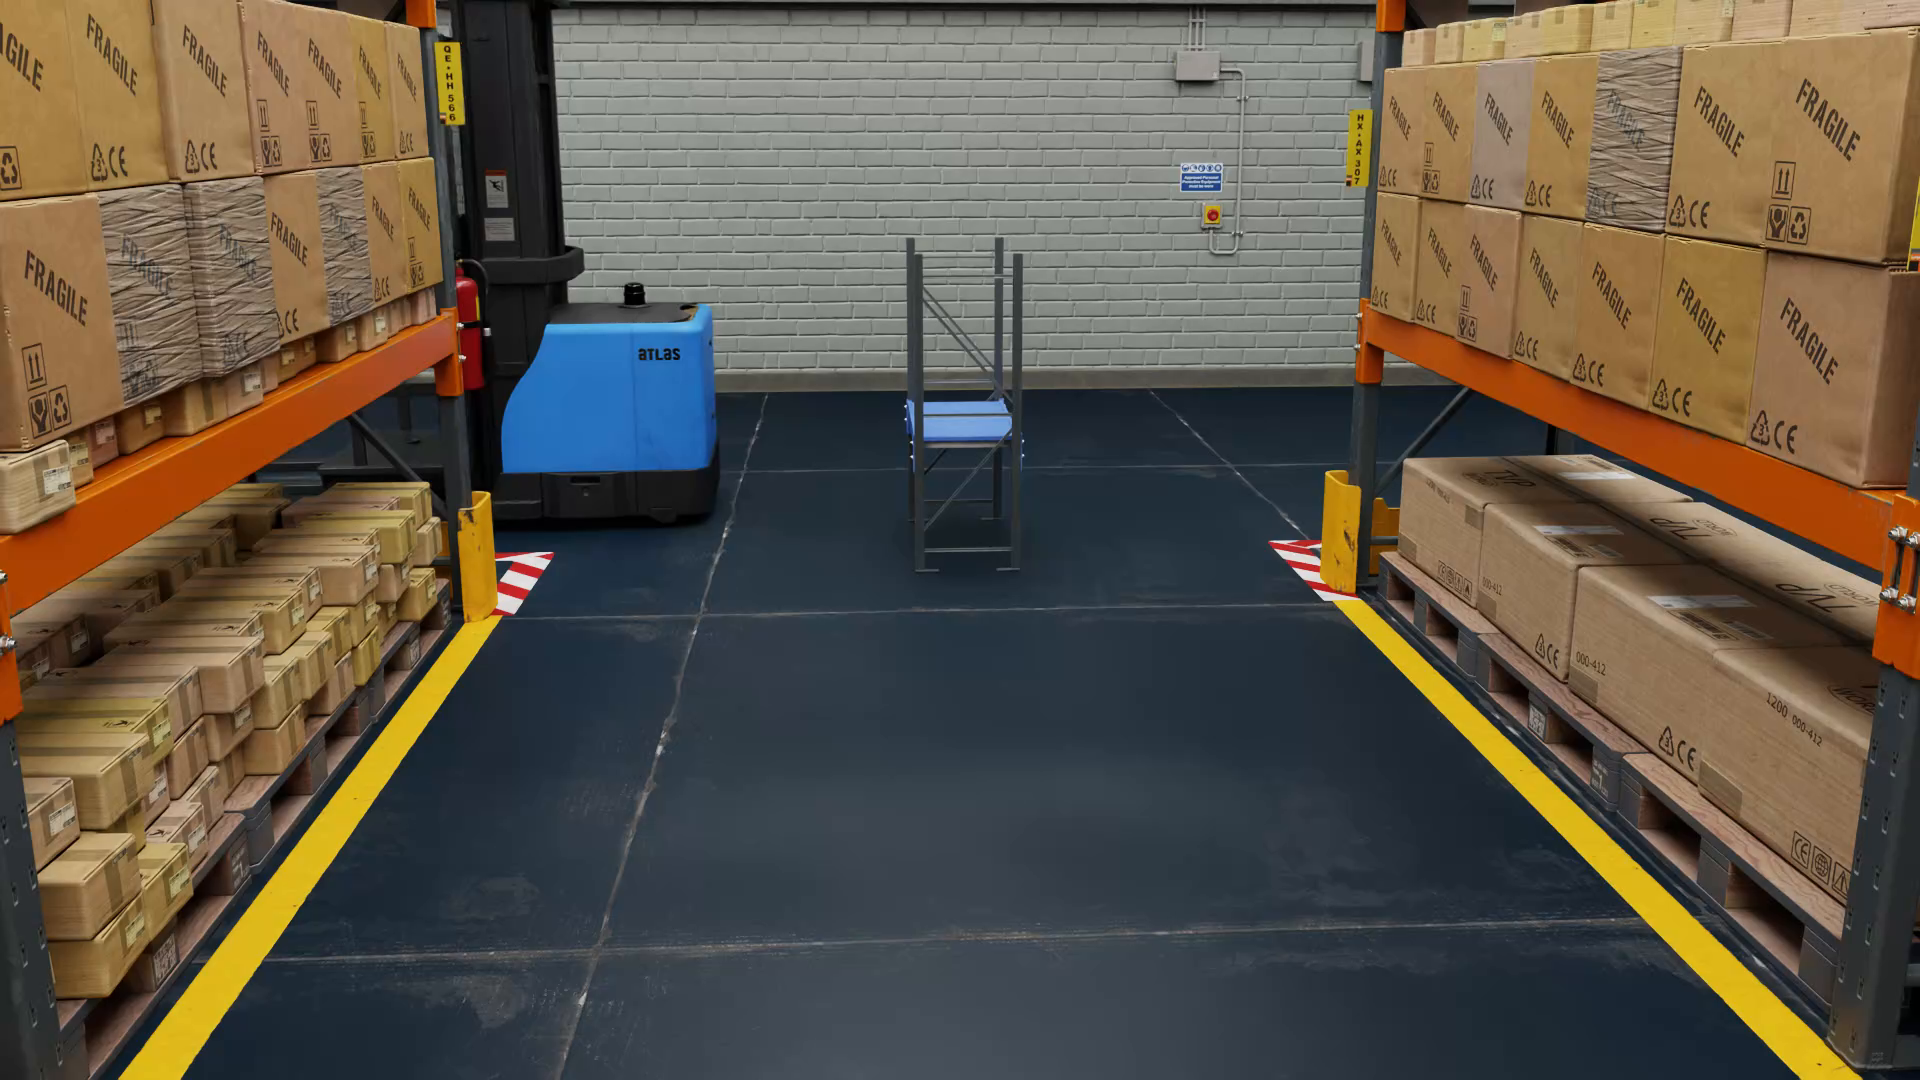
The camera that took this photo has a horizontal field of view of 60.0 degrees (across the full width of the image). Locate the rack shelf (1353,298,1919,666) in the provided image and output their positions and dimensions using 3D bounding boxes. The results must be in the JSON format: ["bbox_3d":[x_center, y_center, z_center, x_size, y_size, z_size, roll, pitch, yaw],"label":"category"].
[{"bbox_3d":[2.414,-0.407,5.534,1.077,0.370,4.000,-1,14,-3],"label":"rack shelf"}]

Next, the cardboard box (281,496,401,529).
[{"bbox_3d":[-2.400,-0.071,6.469,0.380,0.149,0.250,-1,14,-2],"label":"cardboard box"}]

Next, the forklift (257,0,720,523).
[{"bbox_3d":[-2.868,-1.583,8.796,3.031,2.935,1.130,-1,14,-5],"label":"forklift"}]

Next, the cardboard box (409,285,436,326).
[{"bbox_3d":[-2.342,-0.953,6.716,0.380,0.149,0.250,-1,14,-3],"label":"cardboard box"}]

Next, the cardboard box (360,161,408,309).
[{"bbox_3d":[-2.333,-1.108,6.016,0.500,0.500,0.500,-1,14,-4],"label":"cardboard box"}]

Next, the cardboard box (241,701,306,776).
[{"bbox_3d":[-2.219,0.603,5.042,0.380,0.149,0.250,-1,14,-5],"label":"cardboard box"}]

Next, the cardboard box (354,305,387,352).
[{"bbox_3d":[-2.294,-0.766,5.986,0.380,0.149,0.250,0,14,-2],"label":"cardboard box"}]

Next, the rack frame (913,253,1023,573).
[{"bbox_3d":[0.037,-0.579,7.766,0.500,1.500,0.032,-1,14,-3],"label":"rack frame"}]

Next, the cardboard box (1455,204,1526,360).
[{"bbox_3d":[2.106,-0.926,5.904,0.500,0.500,0.500,-1,14,-4],"label":"cardboard box"}]

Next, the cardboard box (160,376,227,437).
[{"bbox_3d":[-2.208,-0.371,4.452,0.380,0.149,0.250,-1,14,-2],"label":"cardboard box"}]

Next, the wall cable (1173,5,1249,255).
[{"bbox_3d":[1.917,-3.162,12.696,0.585,1.953,0.123,-1,14,-3],"label":"wall cable"}]

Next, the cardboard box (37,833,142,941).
[{"bbox_3d":[-2.099,0.781,3.752,0.380,0.149,0.250,0,14,-1],"label":"cardboard box"}]

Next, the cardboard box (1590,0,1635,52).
[{"bbox_3d":[2.155,-1.557,5.048,0.380,0.149,0.250,-1,14,-3],"label":"cardboard box"}]

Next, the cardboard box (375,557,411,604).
[{"bbox_3d":[-2.293,0.138,6.253,0.380,0.149,0.250,-1,15,-6],"label":"cardboard box"}]

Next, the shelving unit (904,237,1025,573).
[{"bbox_3d":[0.005,-0.705,8.257,0.538,1.500,1.048,-1,14,-3],"label":"shelving unit"}]

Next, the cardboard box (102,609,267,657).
[{"bbox_3d":[-2.306,0.316,4.962,0.380,0.149,0.250,-1,15,-6],"label":"cardboard box"}]

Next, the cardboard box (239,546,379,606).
[{"bbox_3d":[-2.232,0.122,5.716,0.380,0.149,0.250,0,14,-1],"label":"cardboard box"}]

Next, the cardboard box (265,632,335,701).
[{"bbox_3d":[-2.206,0.398,5.240,0.380,0.149,0.250,-1,14,-3],"label":"cardboard box"}]

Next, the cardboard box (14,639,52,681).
[{"bbox_3d":[-2.803,0.391,4.670,0.380,0.149,0.250,-2,15,-6],"label":"cardboard box"}]

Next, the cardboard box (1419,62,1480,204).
[{"bbox_3d":[2.075,-1.534,6.260,0.500,0.500,0.500,-1,14,-5],"label":"cardboard box"}]

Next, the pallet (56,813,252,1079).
[{"bbox_3d":[-2.473,1.027,4.111,1.003,0.211,1.213,-1,14,-3],"label":"pallet"}]

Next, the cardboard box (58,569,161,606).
[{"bbox_3d":[-2.849,0.200,5.414,0.380,0.149,0.250,-1,14,-3],"label":"cardboard box"}]

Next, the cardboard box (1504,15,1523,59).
[{"bbox_3d":[2.128,-1.747,5.789,0.380,0.149,0.250,-1,14,-3],"label":"cardboard box"}]

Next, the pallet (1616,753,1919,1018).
[{"bbox_3d":[2.569,0.902,4.598,1.003,0.211,1.213,-1,14,-3],"label":"pallet"}]

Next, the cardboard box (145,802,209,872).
[{"bbox_3d":[-2.182,0.798,4.285,0.380,0.149,0.250,-1,14,-4],"label":"cardboard box"}]

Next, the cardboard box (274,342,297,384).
[{"bbox_3d":[-2.317,-0.566,5.210,0.380,0.149,0.250,-1,14,-2],"label":"cardboard box"}]

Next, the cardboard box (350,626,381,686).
[{"bbox_3d":[-2.249,0.406,5.806,0.380,0.149,0.250,-2,15,-6],"label":"cardboard box"}]

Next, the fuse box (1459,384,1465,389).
[{"bbox_3d":[4.023,-2.027,12.972,0.539,1.711,0.414,-1,14,-3],"label":"fuse box"}]

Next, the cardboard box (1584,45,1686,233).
[{"bbox_3d":[2.169,-1.157,4.796,0.500,0.500,0.500,-1,14,-3],"label":"cardboard box"}]

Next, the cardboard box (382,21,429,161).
[{"bbox_3d":[-2.367,-1.718,6.381,0.500,0.500,0.500,-1,14,-5],"label":"cardboard box"}]

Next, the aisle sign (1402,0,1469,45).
[{"bbox_3d":[1.996,-2.526,7.106,0.394,0.787,0.004,-1,14,-3],"label":"aisle sign"}]

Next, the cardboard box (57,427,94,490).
[{"bbox_3d":[-2.177,-0.174,3.686,0.380,0.149,0.250,0,14,-2],"label":"cardboard box"}]

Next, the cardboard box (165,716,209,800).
[{"bbox_3d":[-2.270,0.592,4.485,0.380,0.149,0.250,-2,15,-6],"label":"cardboard box"}]

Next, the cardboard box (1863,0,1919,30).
[{"bbox_3d":[2.201,-1.177,3.572,0.380,0.149,0.250,-1,14,-5],"label":"cardboard box"}]

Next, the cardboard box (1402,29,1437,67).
[{"bbox_3d":[2.036,-2.007,6.800,0.380,0.149,0.250,-1,14,-2],"label":"cardboard box"}]

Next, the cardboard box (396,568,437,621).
[{"bbox_3d":[-2.286,0.216,6.547,0.380,0.149,0.250,0,14,-2],"label":"cardboard box"}]

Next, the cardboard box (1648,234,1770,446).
[{"bbox_3d":[2.217,-0.546,4.429,0.500,0.500,0.500,-1,14,-5],"label":"cardboard box"}]

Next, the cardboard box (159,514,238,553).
[{"bbox_3d":[-2.926,0.004,6.174,0.380,0.149,0.250,-1,14,-4],"label":"cardboard box"}]

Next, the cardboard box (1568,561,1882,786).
[{"bbox_3d":[2.550,0.399,5.257,0.875,0.438,0.875,-1,14,-5],"label":"cardboard box"}]

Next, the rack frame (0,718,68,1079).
[{"bbox_3d":[-2.400,-0.157,3.116,0.949,2.616,0.053,-1,14,-3],"label":"rack frame"}]

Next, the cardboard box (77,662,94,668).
[{"bbox_3d":[-2.746,0.476,4.940,0.380,0.149,0.250,-2,15,-6],"label":"cardboard box"}]

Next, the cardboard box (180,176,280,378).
[{"bbox_3d":[-2.209,-0.725,4.528,0.500,0.500,0.500,-1,14,-5],"label":"cardboard box"}]

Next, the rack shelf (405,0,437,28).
[{"bbox_3d":[-2.520,-1.759,4.765,1.077,0.370,4.000,-1,14,-3],"label":"rack shelf"}]

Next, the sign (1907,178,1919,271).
[{"bbox_3d":[1.984,-0.707,3.358,0.100,0.325,0.005,-1,14,-3],"label":"sign"}]

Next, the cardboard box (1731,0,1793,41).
[{"bbox_3d":[2.254,-1.369,4.318,0.380,0.149,0.250,-1,14,-4],"label":"cardboard box"}]

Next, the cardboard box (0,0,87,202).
[{"bbox_3d":[-2.181,-0.950,3.393,0.500,0.500,0.500,-1,14,-2],"label":"cardboard box"}]

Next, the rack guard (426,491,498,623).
[{"bbox_3d":[-2.639,0.078,7.221,1.175,0.500,0.348,-1,14,-3],"label":"rack guard"}]

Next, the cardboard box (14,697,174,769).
[{"bbox_3d":[-2.234,0.512,4.202,0.380,0.149,0.250,-1,14,-4],"label":"cardboard box"}]

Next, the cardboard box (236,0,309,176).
[{"bbox_3d":[-2.259,-1.332,4.878,0.500,0.500,0.500,-1,14,-5],"label":"cardboard box"}]
